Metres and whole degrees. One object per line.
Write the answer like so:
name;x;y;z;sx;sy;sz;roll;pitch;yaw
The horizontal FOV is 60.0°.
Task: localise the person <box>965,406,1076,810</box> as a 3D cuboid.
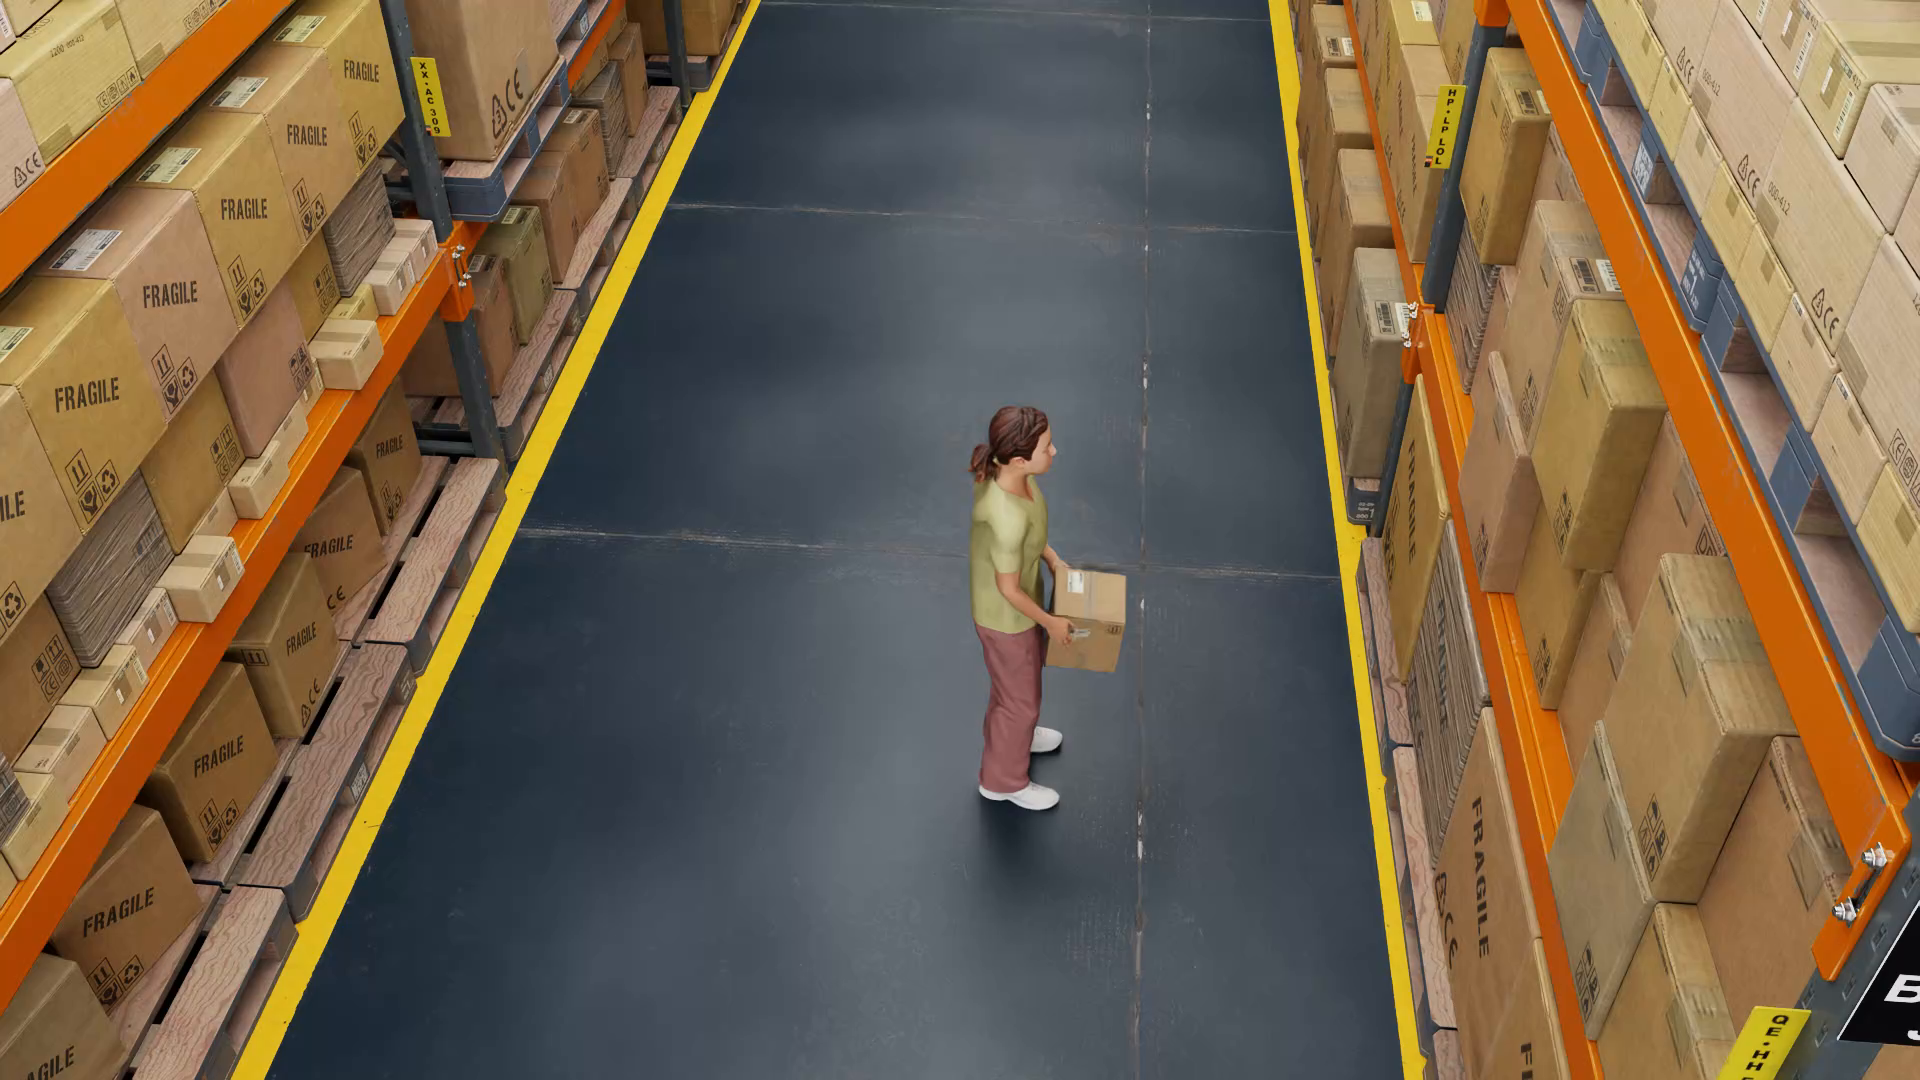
person;0.214;0.229;5.883;0.398;1.676;0.472;3;40;3
